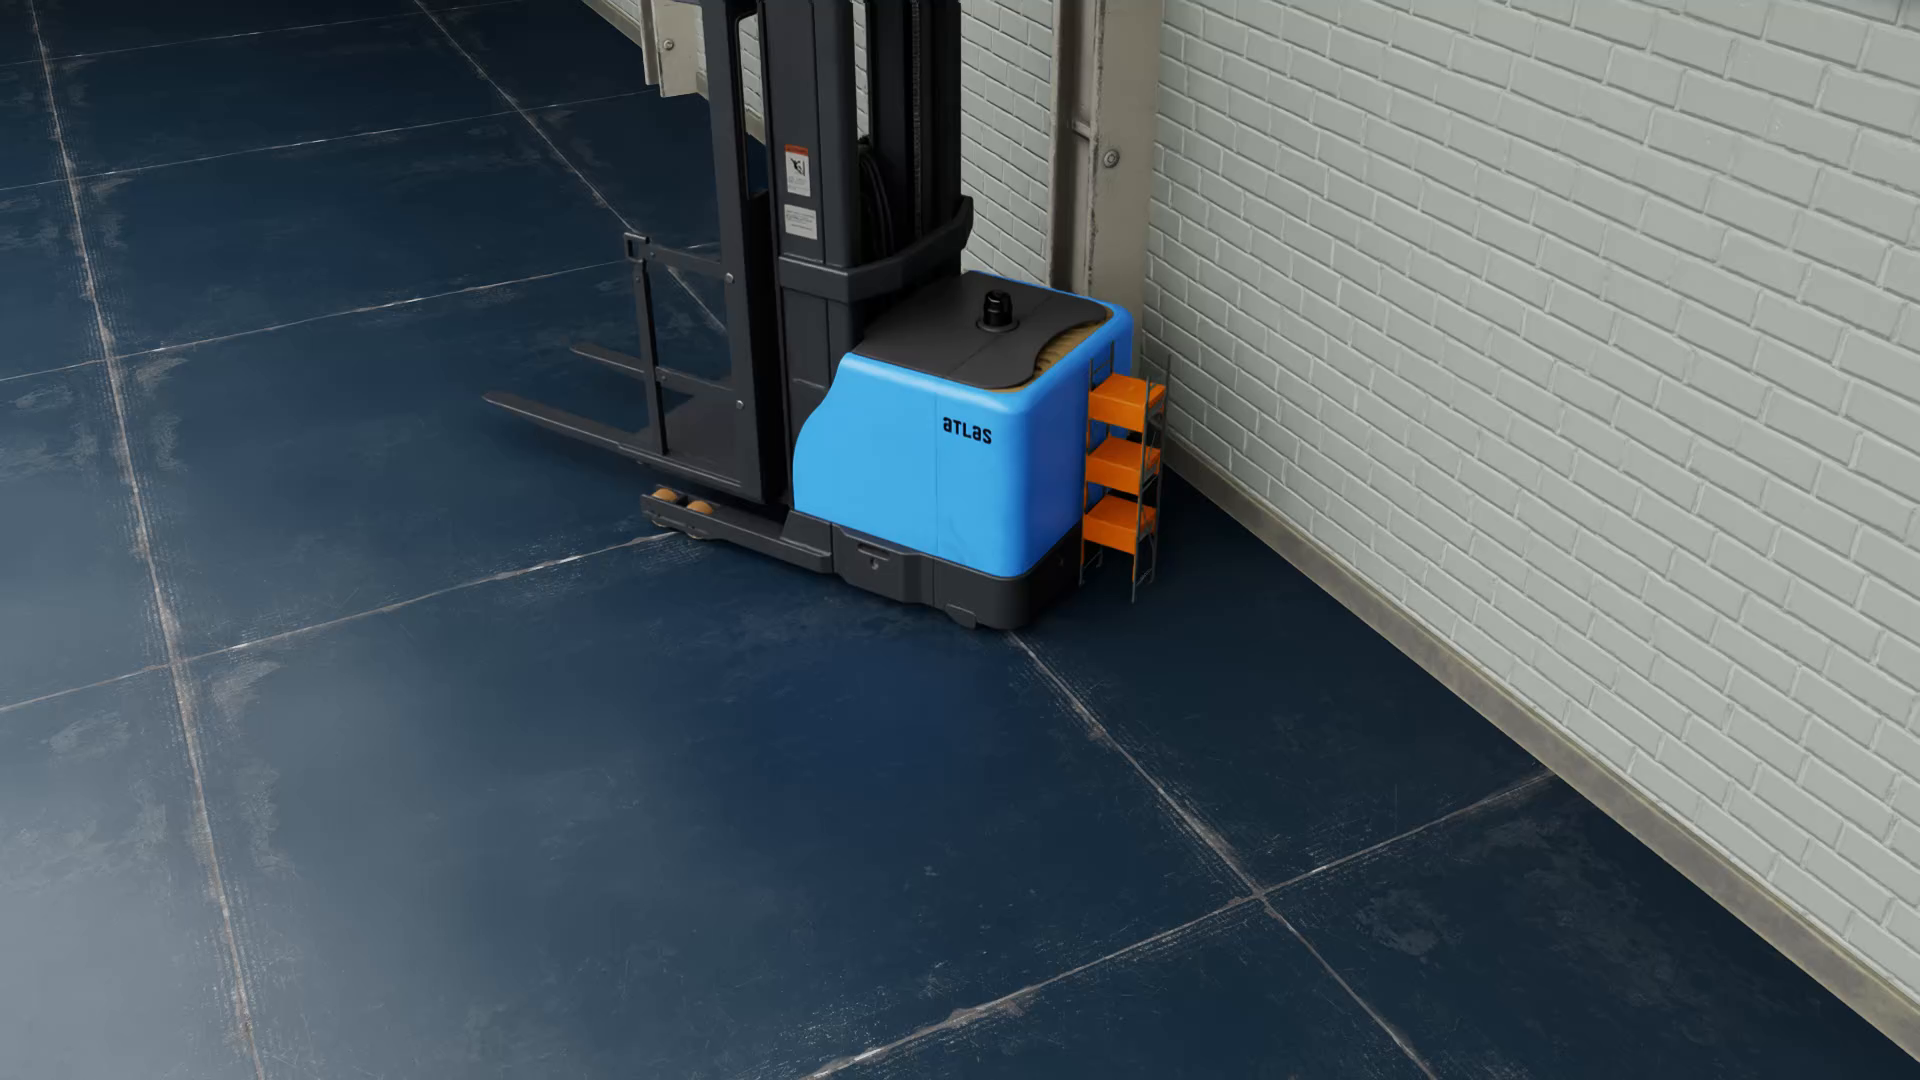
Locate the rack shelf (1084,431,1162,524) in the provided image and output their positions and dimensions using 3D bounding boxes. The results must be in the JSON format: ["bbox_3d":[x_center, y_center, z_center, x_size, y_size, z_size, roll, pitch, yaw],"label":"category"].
[{"bbox_3d":[0.657,-0.253,6.691,0.240,0.259,0.215,18,37,26],"label":"rack shelf"}]

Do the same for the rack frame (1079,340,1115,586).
[{"bbox_3d":[0.552,-0.296,6.738,0.008,1.050,0.200,18,37,26],"label":"rack frame"}]

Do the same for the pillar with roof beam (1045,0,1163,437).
[{"bbox_3d":[-3.183,-3.275,4.021,9.100,9.000,0.400,-16,36,-23],"label":"pillar with roof beam"}]

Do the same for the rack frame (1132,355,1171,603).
[{"bbox_3d":[0.761,-0.228,6.632,0.008,1.050,0.200,18,37,26],"label":"rack frame"}]

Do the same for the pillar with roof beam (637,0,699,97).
[{"bbox_3d":[-5.981,-6.139,8.490,9.100,9.000,0.400,-16,36,-23],"label":"pillar with roof beam"}]

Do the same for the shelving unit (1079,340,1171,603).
[{"bbox_3d":[0.657,-0.262,6.685,0.252,1.050,0.215,18,37,26],"label":"shelving unit"}]

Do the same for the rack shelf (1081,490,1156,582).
[{"bbox_3d":[0.657,-0.019,6.841,0.240,0.259,0.215,18,37,26],"label":"rack shelf"}]

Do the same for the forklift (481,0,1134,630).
[{"bbox_3d":[-0.808,-1.461,6.814,3.031,2.935,1.130,18,37,26],"label":"forklift"}]

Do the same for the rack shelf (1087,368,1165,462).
[{"bbox_3d":[0.657,-0.492,6.538,0.240,0.259,0.215,18,37,26],"label":"rack shelf"}]
